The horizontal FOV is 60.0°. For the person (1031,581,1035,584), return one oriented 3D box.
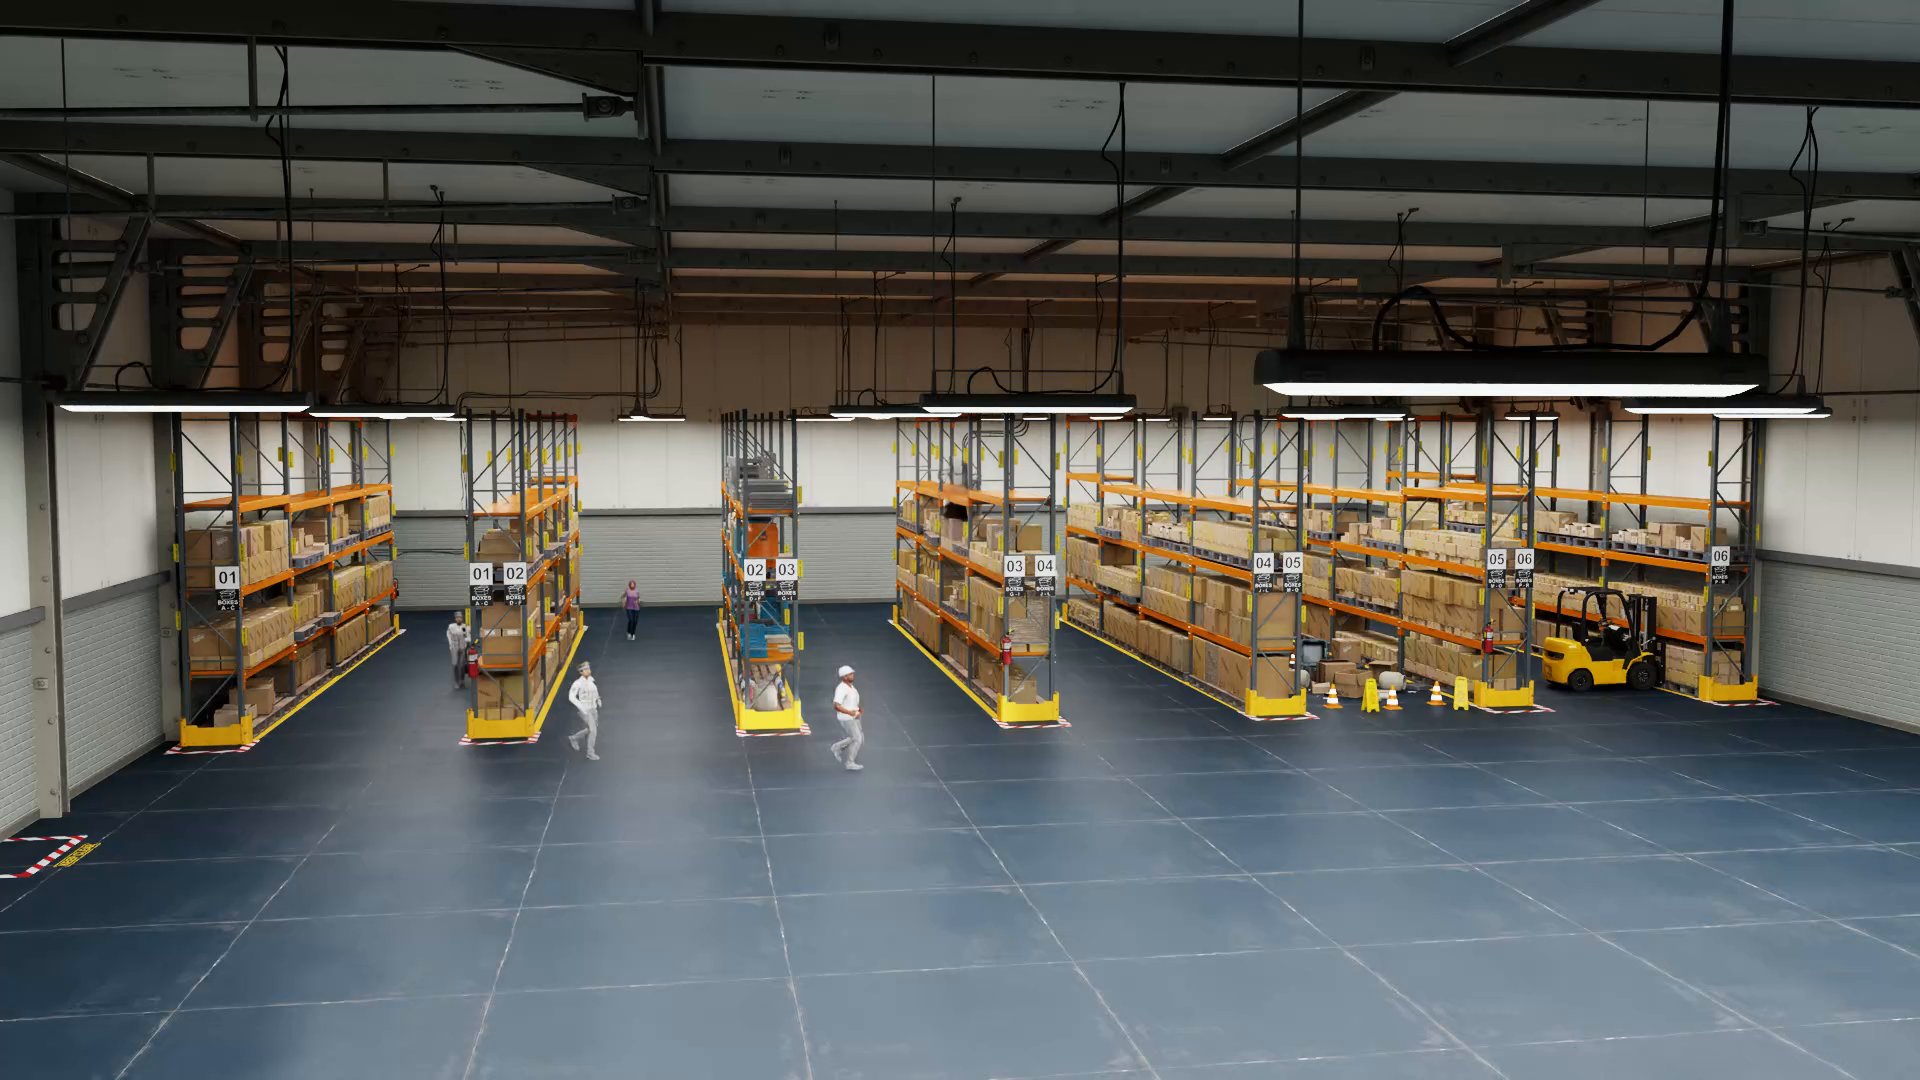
[{"bbox_3d":[1.829,1.534,48.718,0.799,1.586,0.597,1,4,19],"label":"person"}]

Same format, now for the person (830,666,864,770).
[{"bbox_3d":[-1.865,2.944,27.536,0.575,1.714,0.697,1,4,12],"label":"person"}]

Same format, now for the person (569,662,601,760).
[{"bbox_3d":[-6.439,2.914,28.523,0.632,1.678,0.614,2,4,27],"label":"person"}]

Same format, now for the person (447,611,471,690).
[{"bbox_3d":[-10.831,2.386,36.013,0.524,1.725,0.797,-1,4,-19],"label":"person"}]

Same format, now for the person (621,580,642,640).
[{"bbox_3d":[-8.663,1.857,43.943,0.508,1.587,0.657,-2,4,-24],"label":"person"}]
